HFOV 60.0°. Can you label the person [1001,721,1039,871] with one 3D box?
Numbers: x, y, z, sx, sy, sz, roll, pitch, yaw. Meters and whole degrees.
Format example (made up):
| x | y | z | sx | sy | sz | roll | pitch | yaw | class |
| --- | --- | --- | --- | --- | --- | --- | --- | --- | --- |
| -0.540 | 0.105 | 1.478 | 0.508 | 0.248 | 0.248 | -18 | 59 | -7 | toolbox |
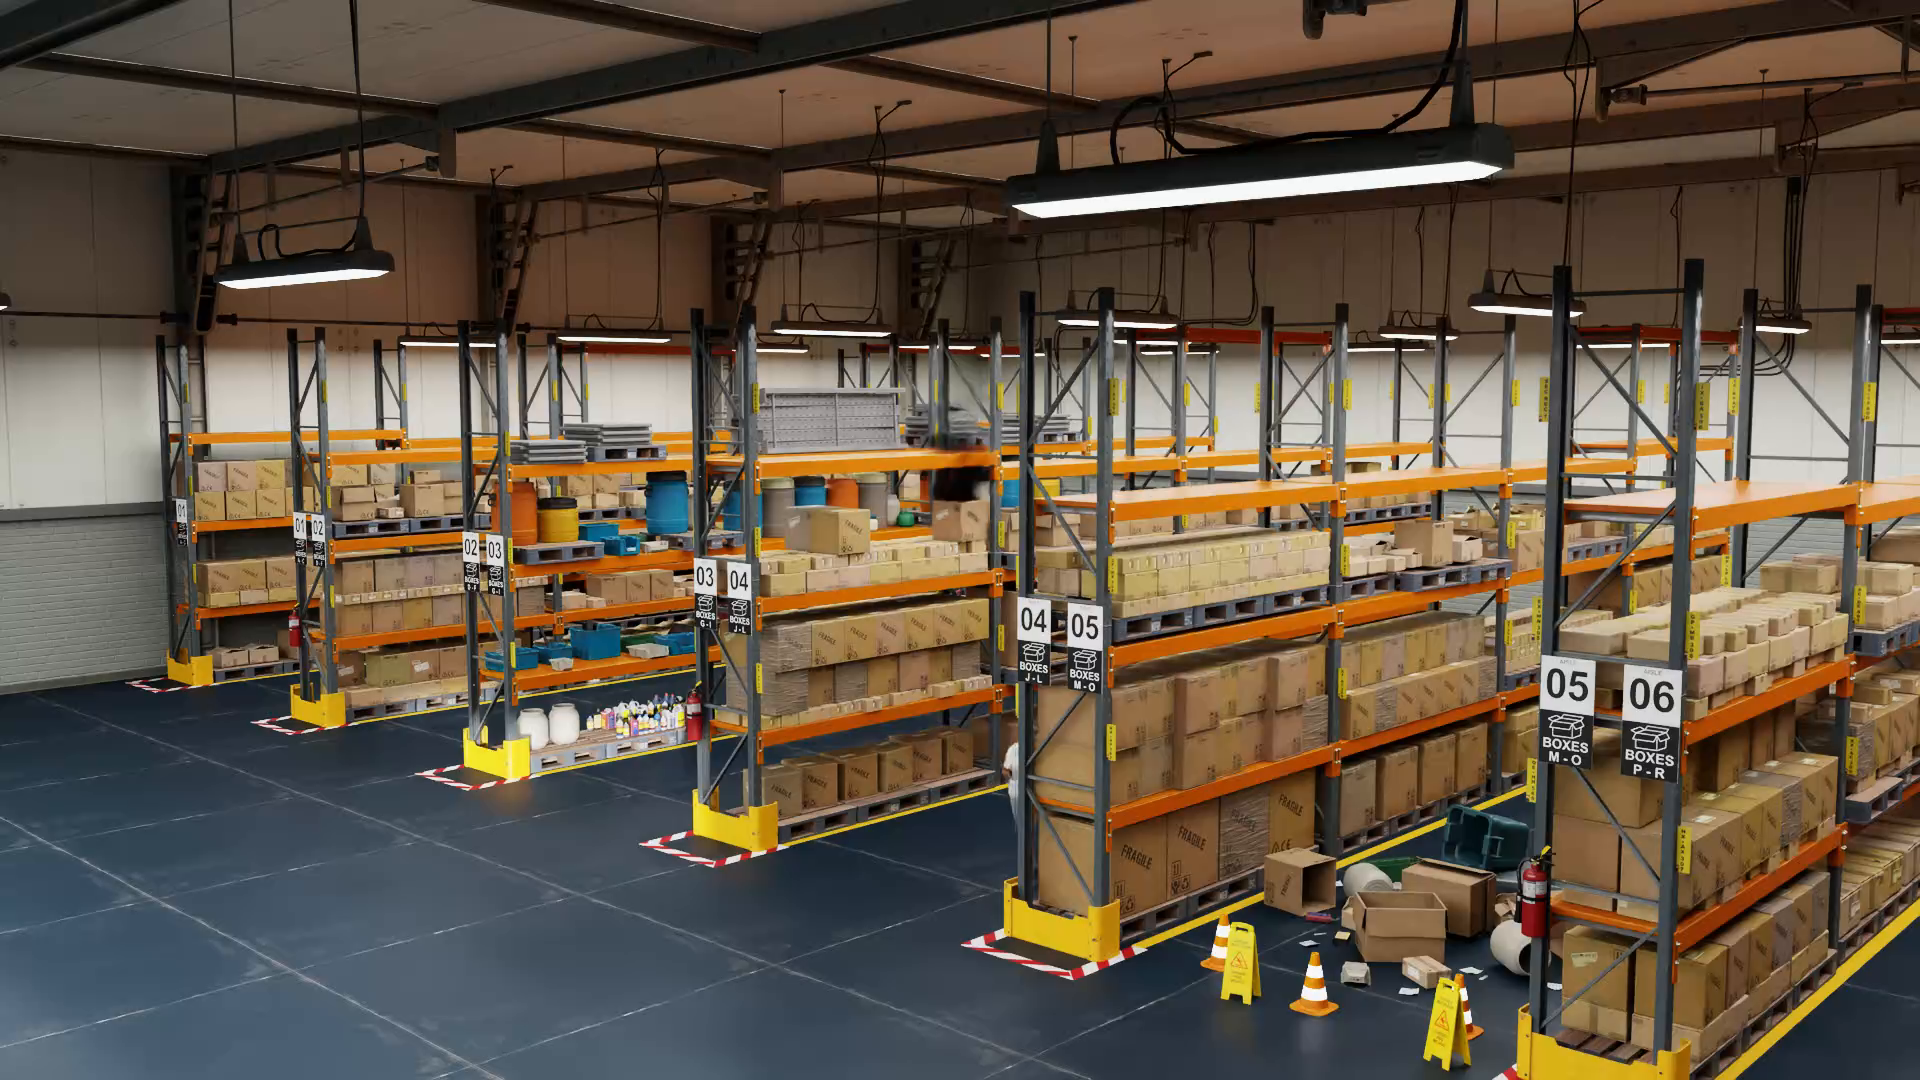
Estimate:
| x | y | z | sx | sy | sz | roll | pitch | yaw | class |
| --- | --- | --- | --- | --- | --- | --- | --- | --- | --- |
| 0.703 | 2.693 | 17.241 | 0.566 | 1.741 | 0.772 | 3 | 6 | 29 | person |
